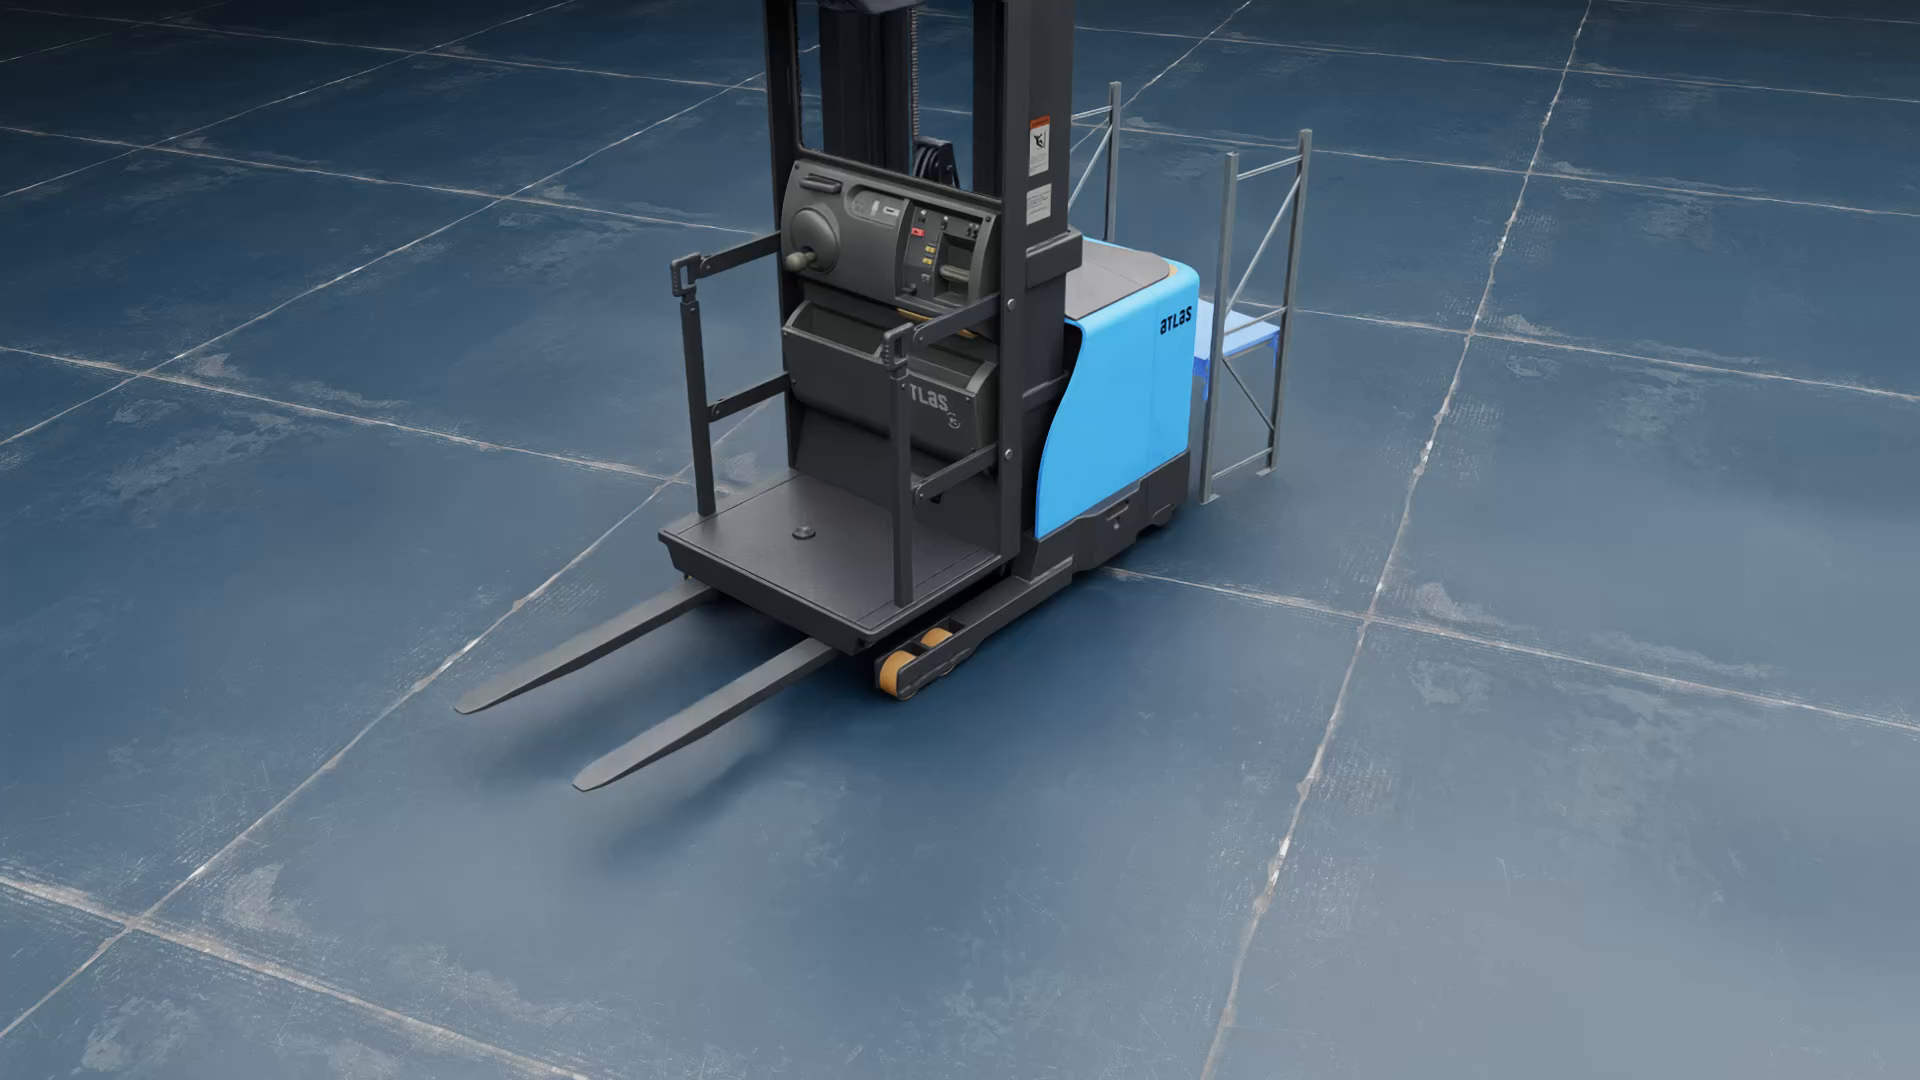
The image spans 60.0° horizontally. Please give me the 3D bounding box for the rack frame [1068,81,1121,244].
[{"bbox_3d":[0.507,-1.252,7.442,0.500,1.500,0.032,-24,38,-36],"label":"rack frame"}]

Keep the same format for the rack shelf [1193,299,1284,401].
[{"bbox_3d":[0.852,-0.912,7.205,0.538,0.185,1.000,-24,38,-36],"label":"rack shelf"}]

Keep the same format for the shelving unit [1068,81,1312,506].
[{"bbox_3d":[0.852,-1.069,7.117,0.538,1.500,1.048,-24,38,-36],"label":"shelving unit"}]

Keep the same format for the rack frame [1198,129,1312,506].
[{"bbox_3d":[1.197,-0.885,6.792,0.500,1.500,0.032,-24,38,-36],"label":"rack frame"}]

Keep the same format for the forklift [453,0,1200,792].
[{"bbox_3d":[-0.395,-1.003,5.546,1.130,2.935,3.031,23,37,34],"label":"forklift"}]
